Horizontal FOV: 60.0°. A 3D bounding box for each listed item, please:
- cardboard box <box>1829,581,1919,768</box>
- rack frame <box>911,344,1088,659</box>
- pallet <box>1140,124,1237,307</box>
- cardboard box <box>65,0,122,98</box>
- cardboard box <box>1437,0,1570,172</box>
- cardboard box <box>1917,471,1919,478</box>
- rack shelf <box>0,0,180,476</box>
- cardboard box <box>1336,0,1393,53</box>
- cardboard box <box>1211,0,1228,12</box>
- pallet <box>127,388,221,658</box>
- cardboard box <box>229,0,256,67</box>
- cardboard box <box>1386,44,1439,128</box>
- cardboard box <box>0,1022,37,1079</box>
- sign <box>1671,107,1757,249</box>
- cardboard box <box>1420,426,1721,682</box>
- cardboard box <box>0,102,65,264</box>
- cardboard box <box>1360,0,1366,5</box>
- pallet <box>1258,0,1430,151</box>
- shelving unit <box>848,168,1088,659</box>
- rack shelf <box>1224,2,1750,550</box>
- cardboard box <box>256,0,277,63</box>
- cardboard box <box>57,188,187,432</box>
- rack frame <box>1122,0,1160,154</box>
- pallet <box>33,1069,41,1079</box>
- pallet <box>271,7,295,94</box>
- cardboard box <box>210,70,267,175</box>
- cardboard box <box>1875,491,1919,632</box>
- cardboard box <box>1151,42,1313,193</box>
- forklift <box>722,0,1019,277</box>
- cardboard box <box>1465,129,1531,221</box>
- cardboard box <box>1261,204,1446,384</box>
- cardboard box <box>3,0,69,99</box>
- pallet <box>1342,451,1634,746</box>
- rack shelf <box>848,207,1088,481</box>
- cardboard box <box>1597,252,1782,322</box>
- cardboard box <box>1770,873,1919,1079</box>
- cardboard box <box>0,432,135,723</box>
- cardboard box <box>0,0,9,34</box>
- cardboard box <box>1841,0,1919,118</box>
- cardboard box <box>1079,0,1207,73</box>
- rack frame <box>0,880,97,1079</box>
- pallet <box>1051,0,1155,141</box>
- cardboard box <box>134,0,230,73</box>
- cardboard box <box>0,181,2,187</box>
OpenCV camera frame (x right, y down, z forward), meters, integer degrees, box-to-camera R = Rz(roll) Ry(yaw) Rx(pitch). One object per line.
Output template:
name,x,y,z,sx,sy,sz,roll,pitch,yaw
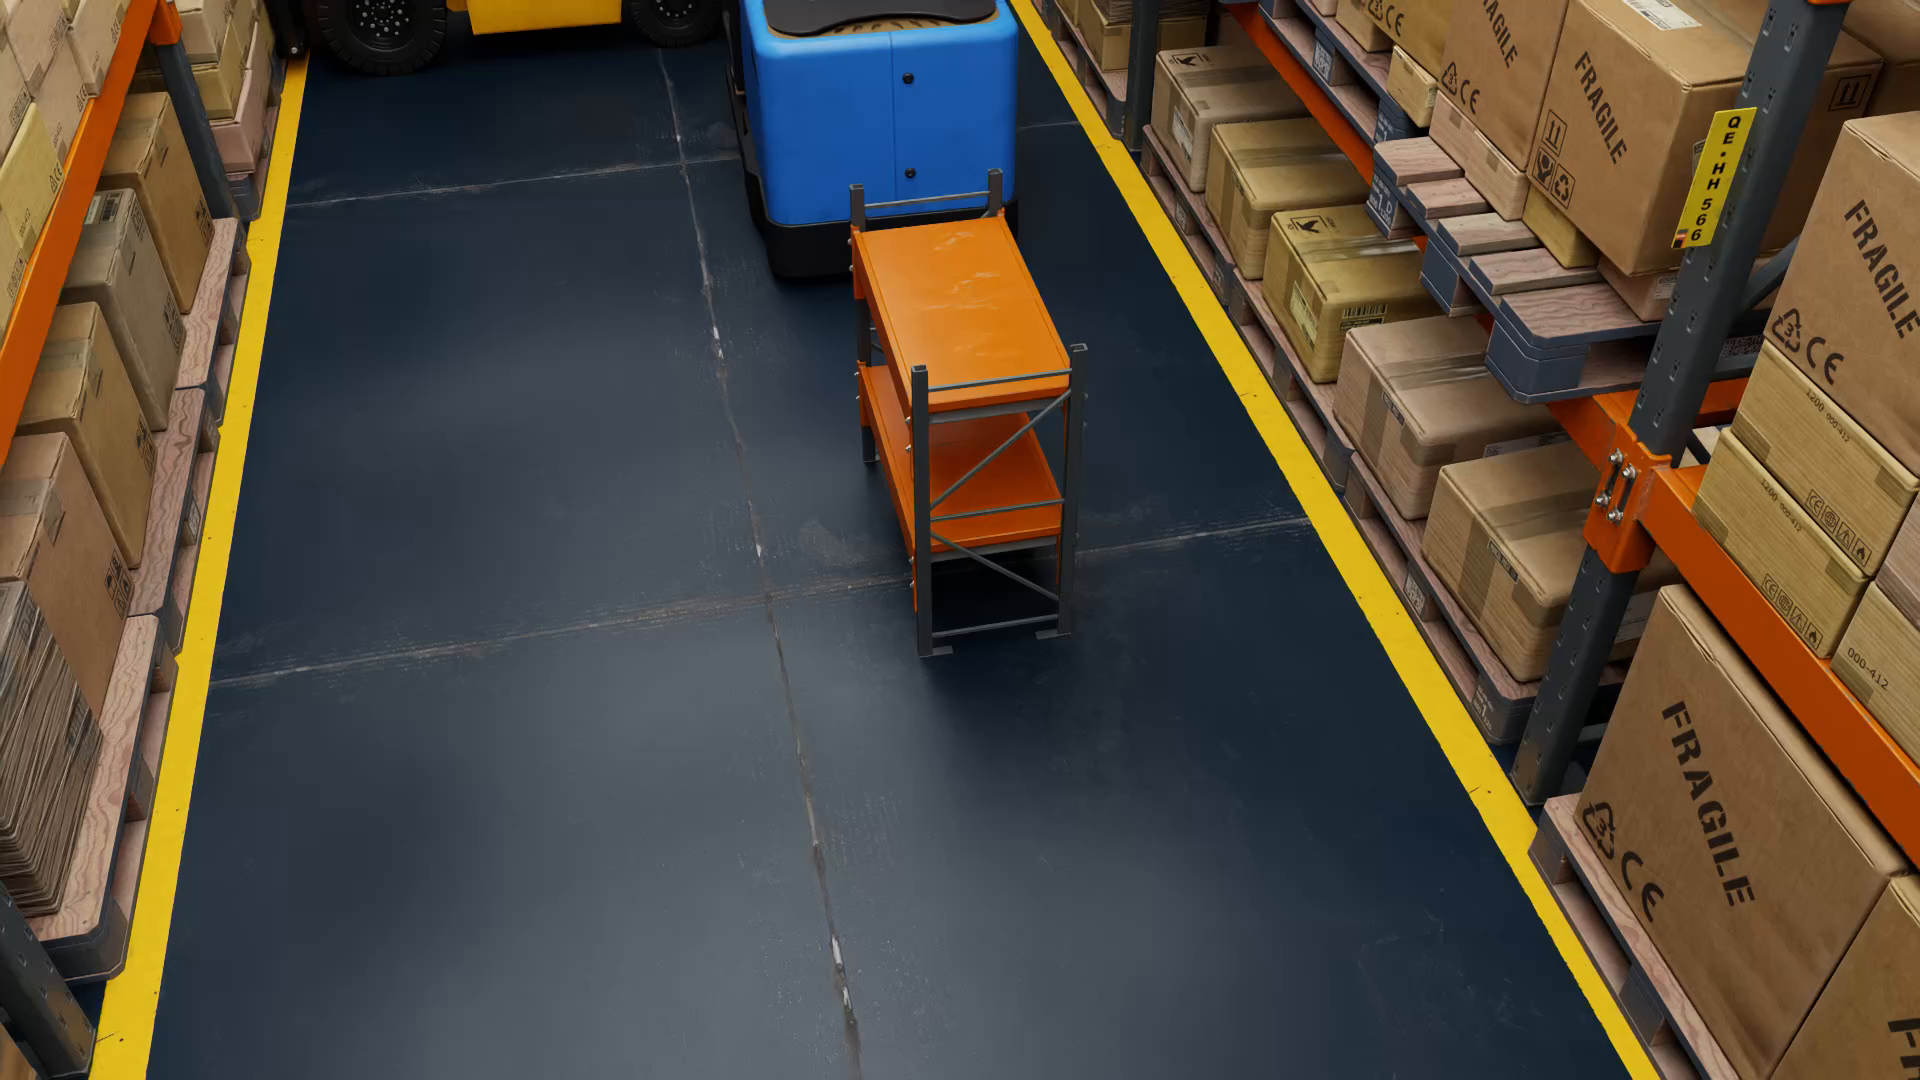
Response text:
cardboard box,2.122,0.293,3.274,0.500,0.250,0.500,-9,42,-11
rack frame,0.111,-0.087,5.000,0.500,1.125,0.032,-8,42,-9
pallet,1.440,-1.493,7.272,1.003,0.211,1.213,-8,42,-9
cardboard box,-3.097,-1.656,5.469,0.500,0.250,0.500,-9,42,-10
cardboard box,1.642,-1.341,4.386,0.500,0.500,0.500,-9,42,-10
cardboard box,2.118,-0.183,2.869,0.500,0.500,0.500,-8,42,-9
rack shelf,-3.143,-0.761,4.889,1.077,0.370,4.000,-8,42,-9
cardboard box,1.422,-1.682,5.258,0.380,0.149,0.250,-10,42,-11
cardboard box,1.407,-2.870,7.914,0.500,0.500,0.500,-6,42,-7
pallet,-3.111,-0.019,5.612,1.003,0.211,1.213,-8,42,-9
cardboard box,-3.489,-2.326,7.489,0.500,0.250,0.500,-9,42,-10
cardboard box,1.488,-1.350,4.884,0.380,0.149,0.250,-8,42,-9
cardboard box,-2.410,1.288,3.606,0.500,0.500,0.500,-7,42,-8
sign,1.606,-0.767,3.541,0.100,0.325,0.005,-8,42,-9
cardboard box,2.022,0.011,5.141,0.950,0.372,0.625,-11,43,-12
cardboard box,-2.901,-0.996,4.725,0.500,0.250,0.500,-7,42,-8
cardboard box,1.416,-2.022,5.153,0.500,0.500,0.500,-10,43,-11
pallet,1.667,-1.653,5.497,1.003,0.211,1.213,-8,42,-9
shelving unit,0.001,-0.416,5.372,0.538,1.125,1.048,-8,42,-9
rack shelf,1.703,-1.474,5.693,1.077,0.370,4.000,-8,42,-9
cardboard box,-3.607,-2.474,8.032,0.500,0.250,0.500,-8,42,-9
cardboard box,-3.291,-0.754,5.813,0.875,0.625,0.625,-9,42,-10
rack frame,1.271,-3.040,6.915,1.000,3.000,0.127,-8,42,-9
pallet,-2.587,1.799,3.565,1.003,0.211,1.213,-8,42,-9
pallet,-3.973,-2.597,8.517,1.003,0.211,1.213,-8,42,-9
cardboard box,-3.356,-1.816,7.291,0.500,0.250,0.500,-8,42,-9
cardboard box,2.113,0.121,3.090,0.500,0.250,0.500,-7,42,-8
cardboard box,1.387,-1.875,7.265,0.950,0.372,0.625,-8,42,-9
forklift,-0.540,-3.166,7.108,1.130,2.935,3.031,-7,42,-8
cardboard box,1.607,-1.009,4.500,0.380,0.149,0.250,-9,42,-10
cardboard box,1.697,-0.959,6.233,0.950,0.372,0.625,-7,42,-8
cardboard box,-2.997,-1.511,4.929,0.500,0.250,0.500,-8,42,-8
pallet,1.967,0.089,5.491,1.003,0.211,1.213,-8,42,-9
rack shelf,0.001,-0.635,5.177,0.538,0.278,1.000,-8,42,-9
cardboard box,1.834,-0.689,4.139,0.380,0.149,0.250,-7,42,-8
cardboard box,2.391,1.229,3.390,0.875,0.875,0.875,-8,42,-9
cardboard box,-2.982,0.169,4.773,0.875,0.625,0.625,-7,42,-8
cardboard box,-2.847,-1.432,4.539,0.380,0.149,0.250,-9,42,-10
cardboard box,2.263,-1.078,4.089,0.500,0.500,0.500,-9,42,-10
cardboard box,0.881,-2.513,8.077,0.500,0.250,0.500,-7,42,-7
rack frame,-2.712,0.267,3.190,1.000,3.000,0.127,-8,42,-9
pallet,1.091,-2.427,8.325,1.003,0.211,1.213,-8,42,-9
cardboard box,-3.373,-2.187,6.956,0.500,0.250,0.500,-9,42,-10
cardboard box,-2.771,-0.853,4.188,0.500,0.250,0.500,-9,42,-10
